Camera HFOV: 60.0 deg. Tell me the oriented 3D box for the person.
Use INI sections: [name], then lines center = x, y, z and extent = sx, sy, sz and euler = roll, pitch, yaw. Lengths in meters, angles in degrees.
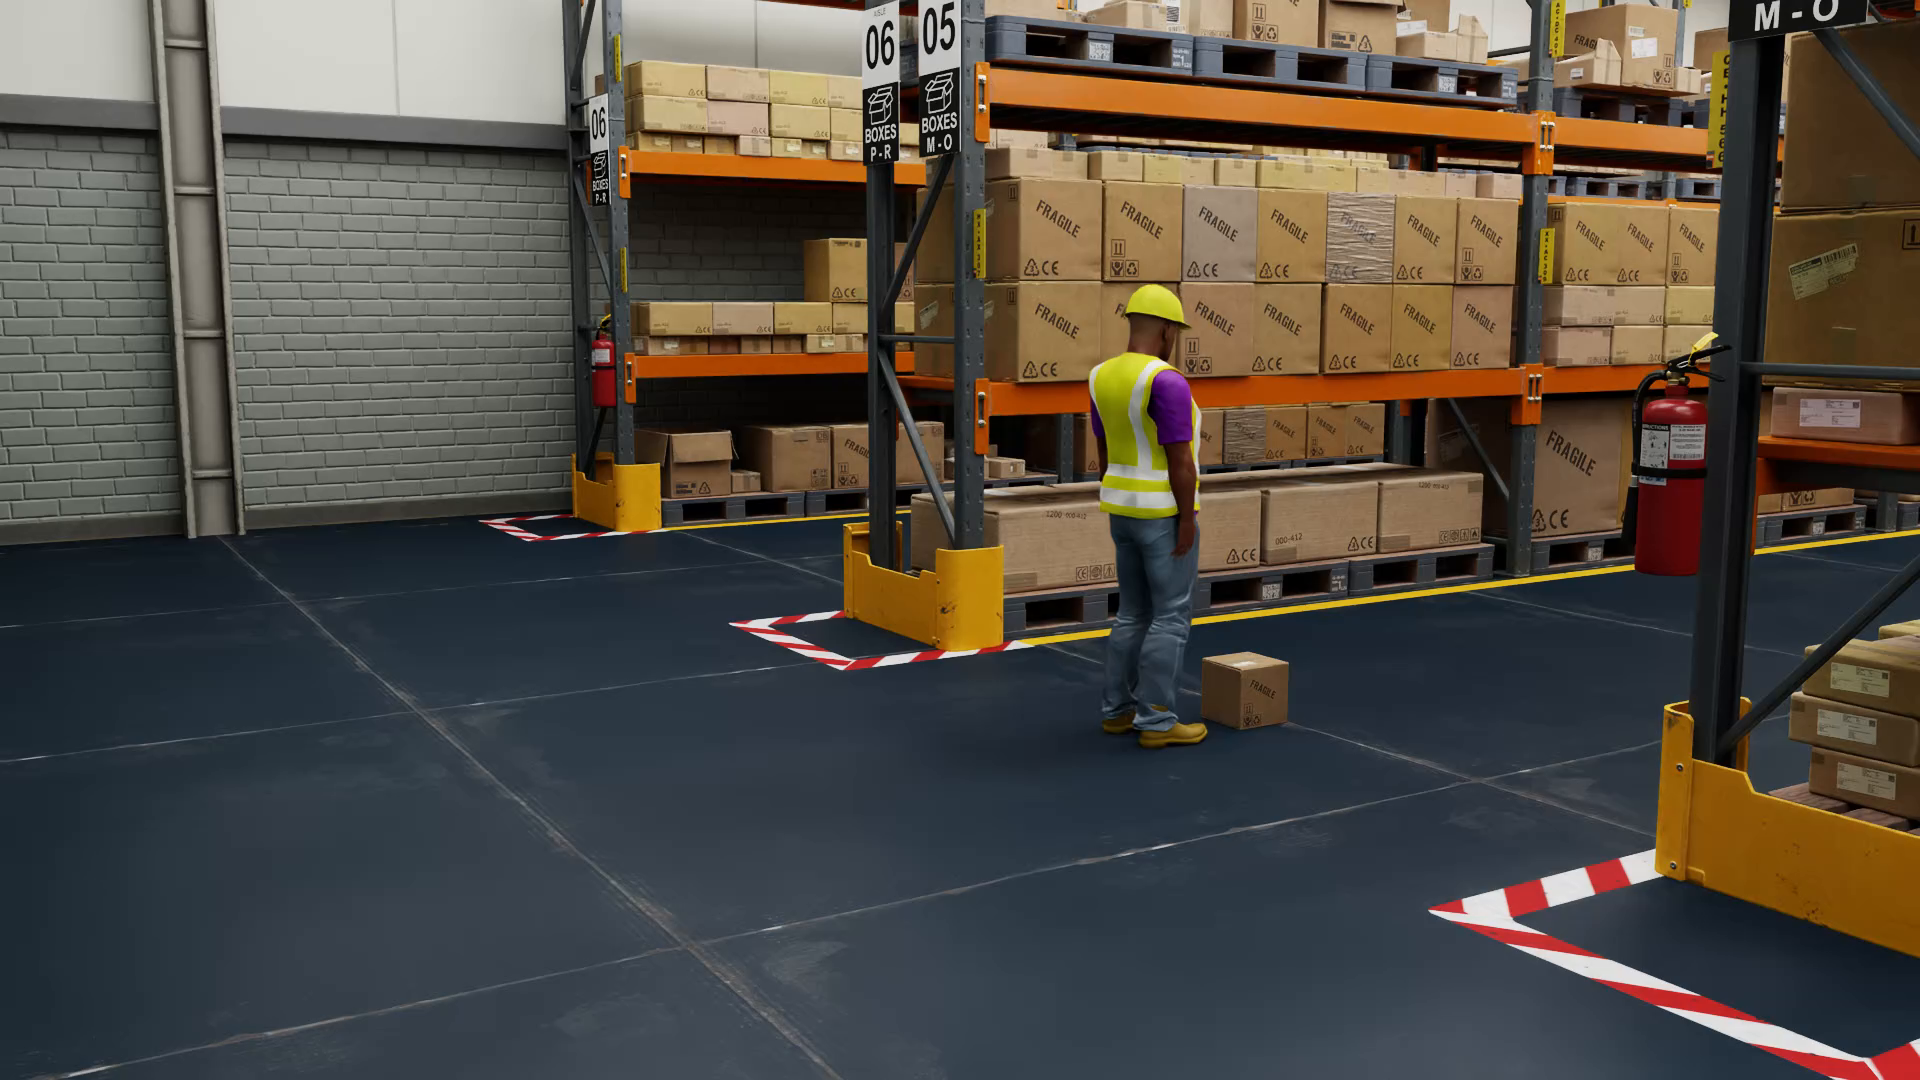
[person]
center = 0.731, -0.101, 6.461
extent = 0.365, 1.760, 0.567
euler = -5, 9, -30
